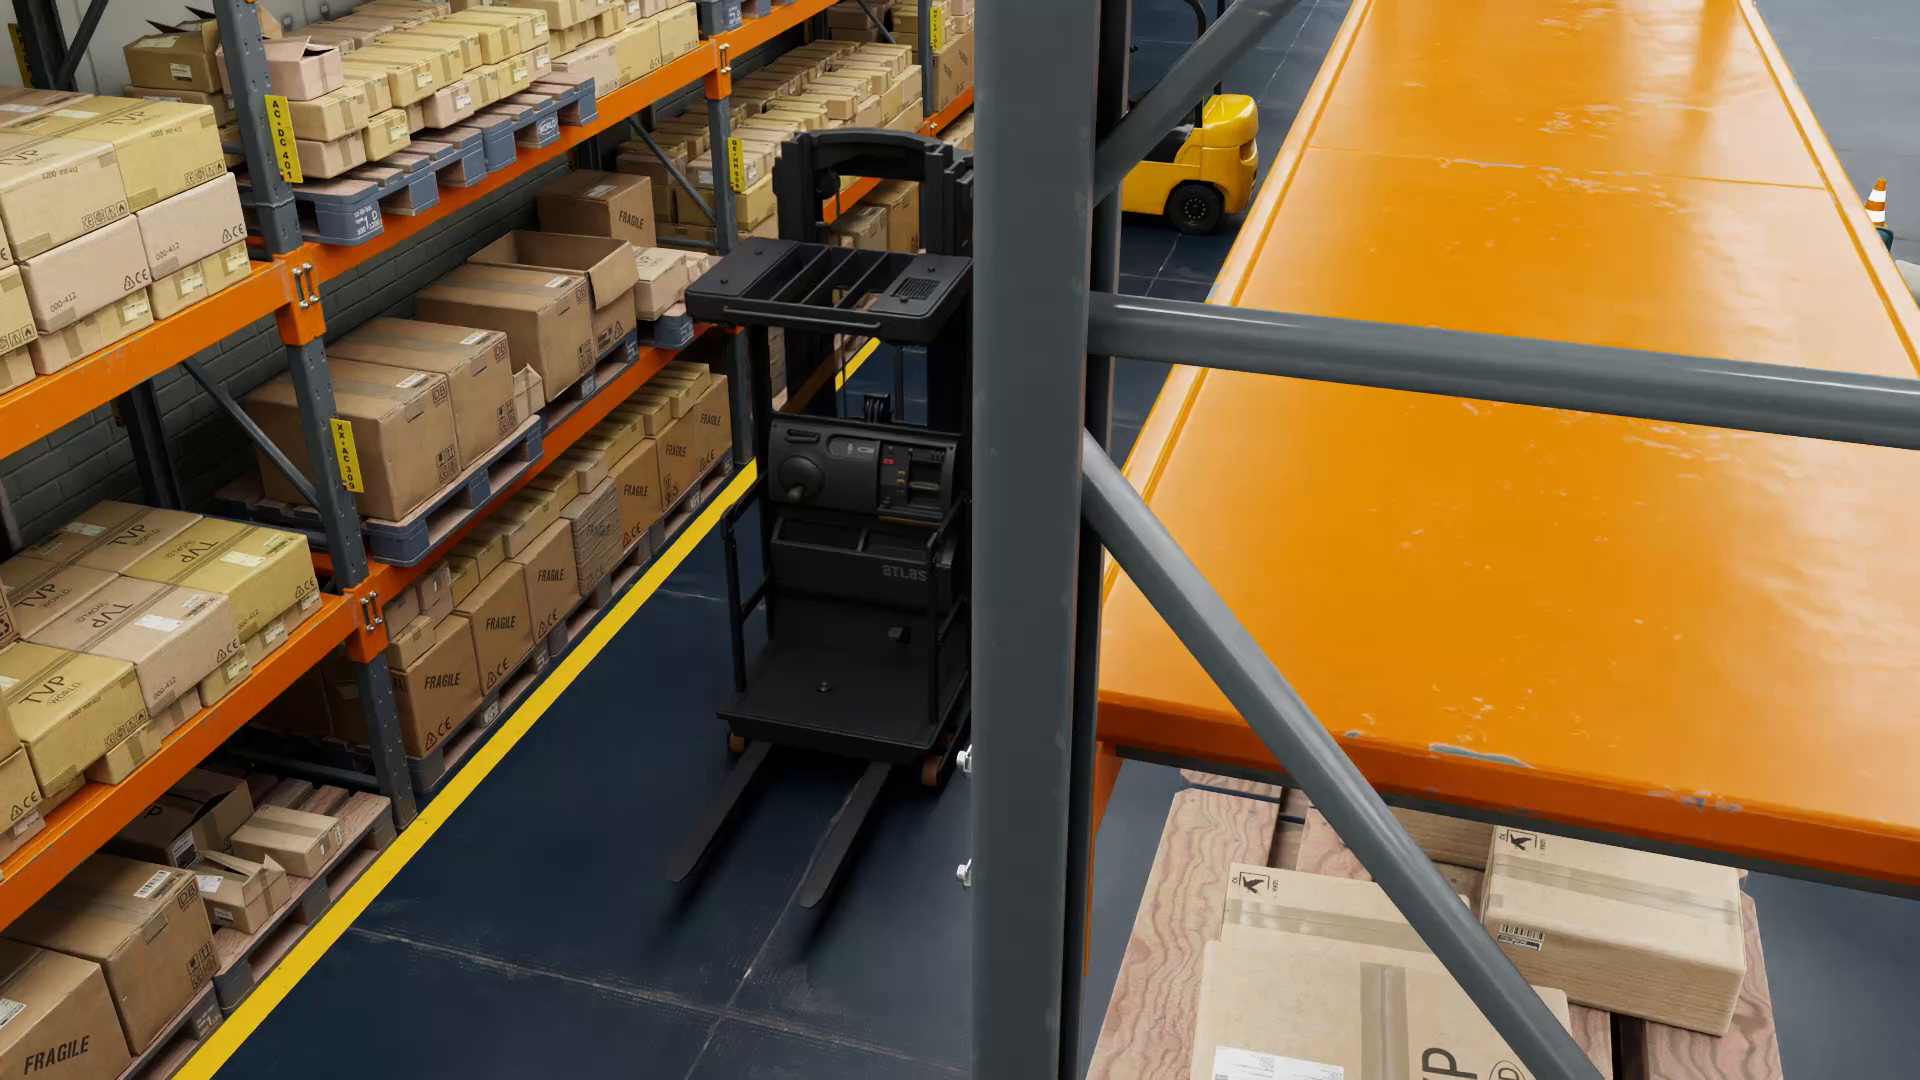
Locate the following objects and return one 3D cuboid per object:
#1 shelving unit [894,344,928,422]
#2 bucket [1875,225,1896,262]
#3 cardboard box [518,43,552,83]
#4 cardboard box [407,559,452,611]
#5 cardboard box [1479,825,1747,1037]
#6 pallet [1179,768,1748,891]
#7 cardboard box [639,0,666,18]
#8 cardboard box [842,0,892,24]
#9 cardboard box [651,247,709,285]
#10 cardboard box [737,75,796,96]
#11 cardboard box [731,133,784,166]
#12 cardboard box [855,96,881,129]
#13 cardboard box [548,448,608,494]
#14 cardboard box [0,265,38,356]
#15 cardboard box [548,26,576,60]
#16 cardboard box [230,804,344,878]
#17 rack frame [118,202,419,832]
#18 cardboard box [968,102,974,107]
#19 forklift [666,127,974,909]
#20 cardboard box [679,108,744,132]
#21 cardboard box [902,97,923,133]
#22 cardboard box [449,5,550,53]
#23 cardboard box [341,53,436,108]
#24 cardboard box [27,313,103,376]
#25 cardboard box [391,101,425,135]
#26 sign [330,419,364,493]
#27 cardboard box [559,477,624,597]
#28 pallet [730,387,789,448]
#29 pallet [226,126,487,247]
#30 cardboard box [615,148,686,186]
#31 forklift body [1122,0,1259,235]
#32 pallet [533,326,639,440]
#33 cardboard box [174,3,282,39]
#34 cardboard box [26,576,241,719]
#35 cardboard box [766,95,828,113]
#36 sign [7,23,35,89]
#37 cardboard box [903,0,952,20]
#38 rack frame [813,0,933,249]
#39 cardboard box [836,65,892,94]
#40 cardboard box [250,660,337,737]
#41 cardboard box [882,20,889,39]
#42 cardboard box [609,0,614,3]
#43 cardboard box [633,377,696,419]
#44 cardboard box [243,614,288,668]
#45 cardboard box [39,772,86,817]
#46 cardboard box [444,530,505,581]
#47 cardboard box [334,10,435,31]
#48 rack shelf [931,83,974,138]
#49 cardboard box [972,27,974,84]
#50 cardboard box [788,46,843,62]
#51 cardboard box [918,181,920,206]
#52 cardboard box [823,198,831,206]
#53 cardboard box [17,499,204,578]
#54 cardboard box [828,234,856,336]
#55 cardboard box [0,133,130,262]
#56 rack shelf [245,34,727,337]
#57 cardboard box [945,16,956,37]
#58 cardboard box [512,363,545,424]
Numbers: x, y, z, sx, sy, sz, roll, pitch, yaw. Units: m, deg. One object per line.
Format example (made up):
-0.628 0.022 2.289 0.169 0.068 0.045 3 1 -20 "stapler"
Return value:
0.022 -0.691 9.949 0.587 1.500 1.083 8 30 15 "shelving unit"
6.624 -2.022 12.603 0.726 0.611 0.620 20 45 32 "bucket"
-2.173 -2.272 7.887 0.380 0.149 0.250 9 30 16 "cardboard box"
-2.678 0.195 7.980 0.380 0.149 0.250 7 30 12 "cardboard box"
1.044 0.620 2.687 0.380 0.149 0.250 10 30 17 "cardboard box"
1.068 0.334 3.569 1.003 0.211 1.213 8 30 15 "pallet"
-1.862 -3.006 9.226 0.380 0.149 0.250 8 30 14 "cardboard box"
-0.801 -4.521 14.216 0.380 0.149 0.250 8 30 14 "cardboard box"
-1.720 -1.617 9.897 0.380 0.149 0.250 9 30 16 "cardboard box"
-1.452 -3.371 12.455 0.380 0.149 0.250 8 30 14 "cardboard box"
-1.390 -2.583 11.038 0.380 0.149 0.250 9 30 16 "cardboard box"
-0.919 -3.173 12.509 0.500 0.250 0.500 9 30 16 "cardboard box"
-2.212 -0.400 9.355 0.380 0.149 0.250 7 30 12 "cardboard box"
-3.274 -0.680 5.149 0.500 0.250 0.500 9 30 16 "cardboard box"
-2.170 -2.529 8.369 0.380 0.149 0.250 9 30 16 "cardboard box"
-2.950 1.319 7.294 0.380 0.149 0.250 8 30 13 "cardboard box"
-3.068 -0.044 7.244 1.000 3.000 0.127 8 30 15 "rack frame"
0.179 -4.073 15.853 0.500 0.250 0.500 8 30 14 "cardboard box"
-0.529 -0.287 7.751 1.130 2.935 3.031 8 30 14 "forklift"
-1.731 -2.894 11.596 0.380 0.149 0.250 8 30 15 "cardboard box"
-0.617 -3.425 13.475 0.500 0.250 0.500 9 30 16 "cardboard box"
-2.165 -2.403 7.815 0.380 0.149 0.250 9 30 15 "cardboard box"
-2.436 -1.924 6.956 0.380 0.149 0.250 8 30 14 "cardboard box"
-3.129 -0.685 5.569 0.380 0.149 0.250 8 30 15 "cardboard box"
-2.510 -1.801 7.041 0.380 0.149 0.250 9 30 15 "cardboard box"
-2.547 -0.348 6.900 0.100 0.325 0.005 8 30 15 "sign"
-2.255 -0.048 9.390 0.500 0.500 0.500 7 30 13 "cardboard box"
-1.615 -1.061 11.941 1.003 0.211 1.213 8 30 15 "pallet"
-2.809 -1.566 7.087 1.213 0.211 1.003 8 30 15 "pallet"
-1.992 -2.410 10.727 0.380 0.149 0.250 9 30 16 "cardboard box"
1.642 -4.108 15.422 2.313 2.155 1.214 8 30 15 "forklift body"
-2.460 -0.915 9.006 1.003 0.211 1.213 8 30 15 "pallet"
-2.998 -2.063 6.779 0.396 0.266 0.258 8 30 15 "cardboard box"
-3.117 0.398 6.297 0.500 0.250 0.500 9 30 15 "cardboard box"
-1.166 -3.072 11.917 0.380 0.149 0.250 8 30 15 "cardboard box"
-3.599 -1.830 6.432 0.100 0.325 0.005 8 30 15 "sign"
-0.286 -4.579 14.319 0.380 0.149 0.250 8 30 14 "cardboard box"
-0.720 -3.762 13.927 1.000 3.000 0.127 8 30 15 "rack frame"
-0.739 -3.529 12.737 0.380 0.149 0.250 8 30 13 "cardboard box"
-3.206 0.594 8.235 0.500 0.500 0.500 8 30 15 "cardboard box"
-0.831 -4.396 14.297 0.380 0.149 0.250 8 30 13 "cardboard box"
-2.035 -2.900 8.731 0.380 0.149 0.250 8 30 14 "cardboard box"
-1.847 -0.881 10.219 0.380 0.149 0.250 7 30 12 "cardboard box"
-2.976 0.374 6.750 0.380 0.149 0.250 9 30 16 "cardboard box"
-3.362 0.843 5.907 0.380 0.149 0.250 9 30 16 "cardboard box"
-2.569 0.063 8.524 0.380 0.149 0.250 8 30 14 "cardboard box"
-2.663 -2.352 7.724 0.380 0.149 0.250 9 30 15 "cardboard box"
-0.132 -4.377 15.772 1.077 0.370 4.000 8 30 15 "rack shelf"
-0.055 -4.454 15.069 0.500 0.500 0.500 8 30 14 "cardboard box"
-1.157 -3.839 13.295 0.380 0.149 0.250 7 30 13 "cardboard box"
-0.282 -3.143 14.696 0.500 0.250 0.500 8 30 15 "cardboard box"
-1.233 -2.482 11.781 0.500 0.250 0.500 8 30 13 "cardboard box"
-3.471 0.083 6.863 0.500 0.250 0.500 8 30 14 "cardboard box"
-1.316 -1.954 12.688 0.875 0.625 0.625 7 30 13 "cardboard box"
-3.126 -1.132 5.447 0.500 0.250 0.500 8 30 14 "cardboard box"
-2.481 -1.970 8.360 1.077 0.370 4.000 8 30 15 "rack shelf"
-0.250 -4.445 14.385 0.380 0.149 0.250 8 30 15 "cardboard box"
-2.293 -0.760 8.236 0.396 0.266 0.258 10 31 17 "cardboard box"
